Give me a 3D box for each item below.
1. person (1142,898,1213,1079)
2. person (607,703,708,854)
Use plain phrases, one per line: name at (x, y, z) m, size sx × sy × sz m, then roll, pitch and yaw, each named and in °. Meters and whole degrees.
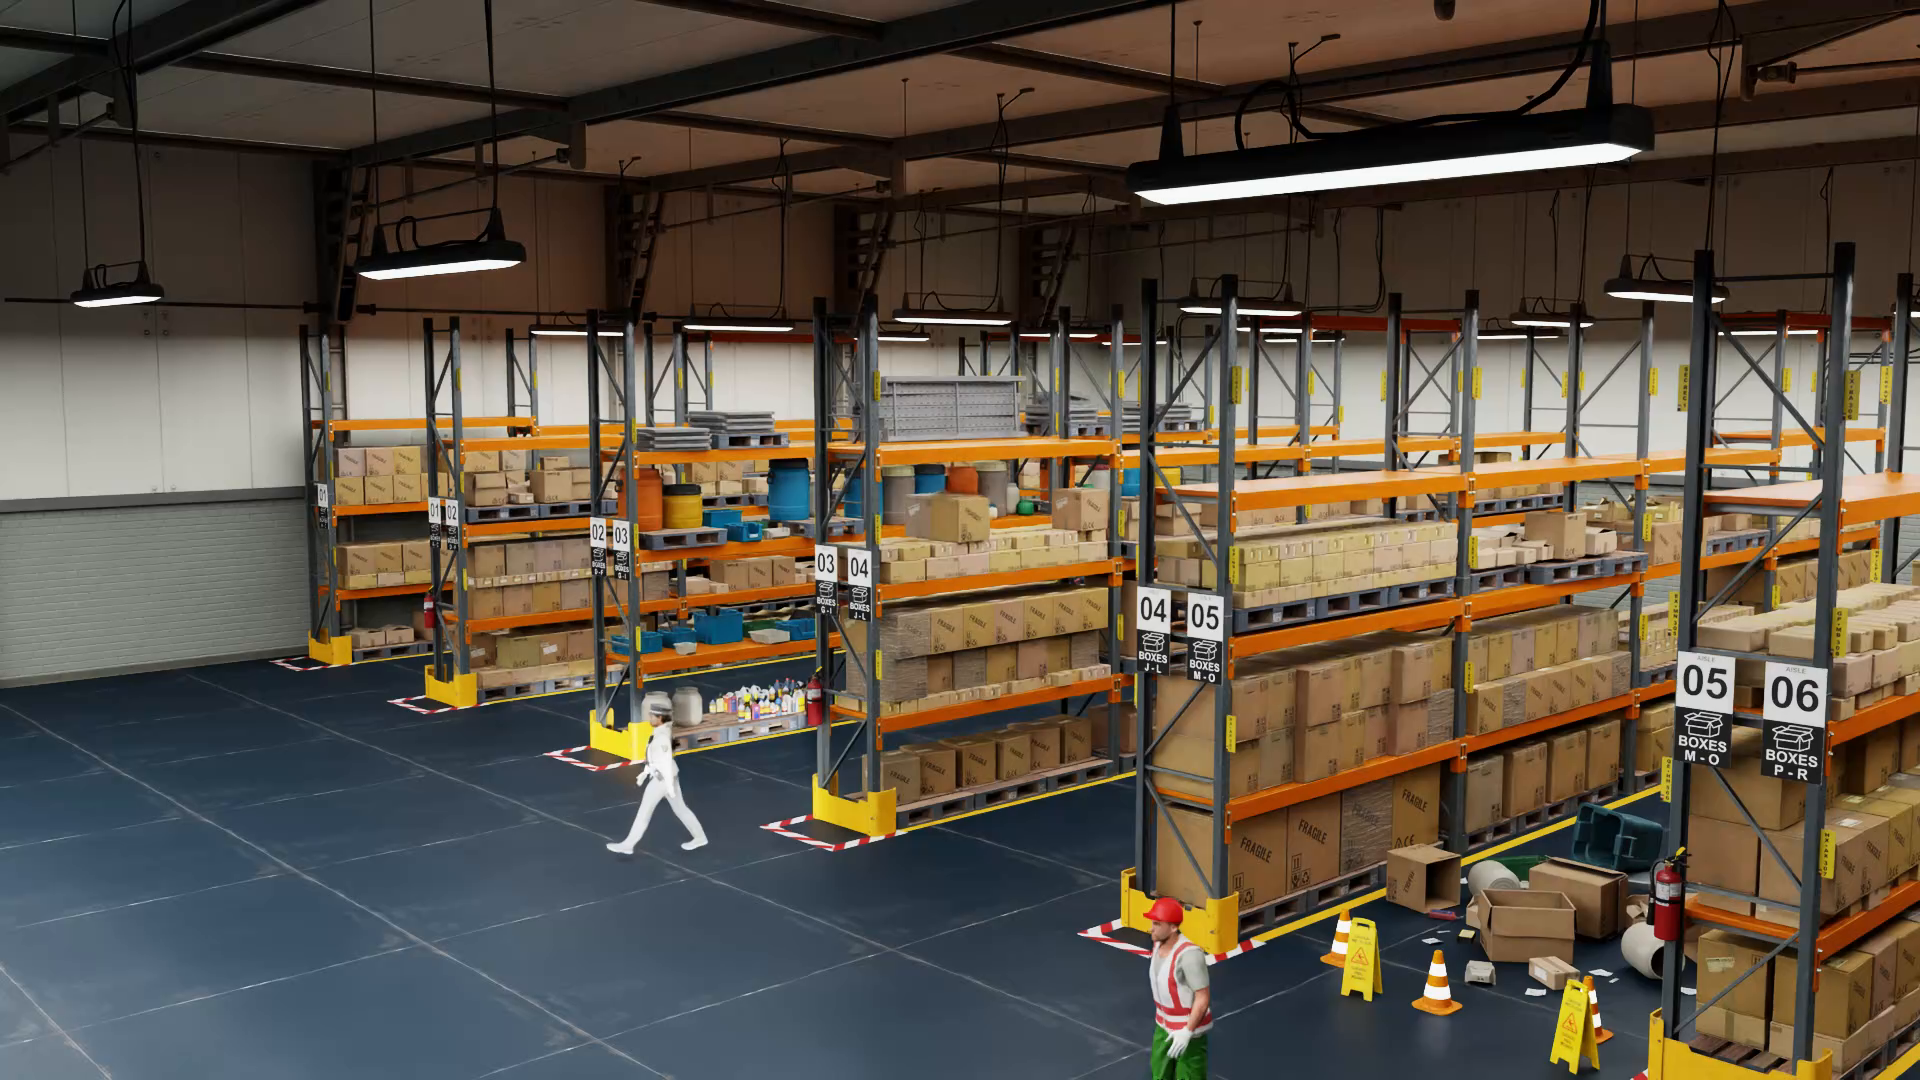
person at (1.539, 3.194, 10.944) m, size 0.738 × 1.757 × 0.604 m, roll -3°, pitch 6°, yaw -27°
person at (-3.247, 2.542, 17.846) m, size 1.032 × 1.616 × 0.516 m, roll 0°, pitch 6°, yaw 1°
